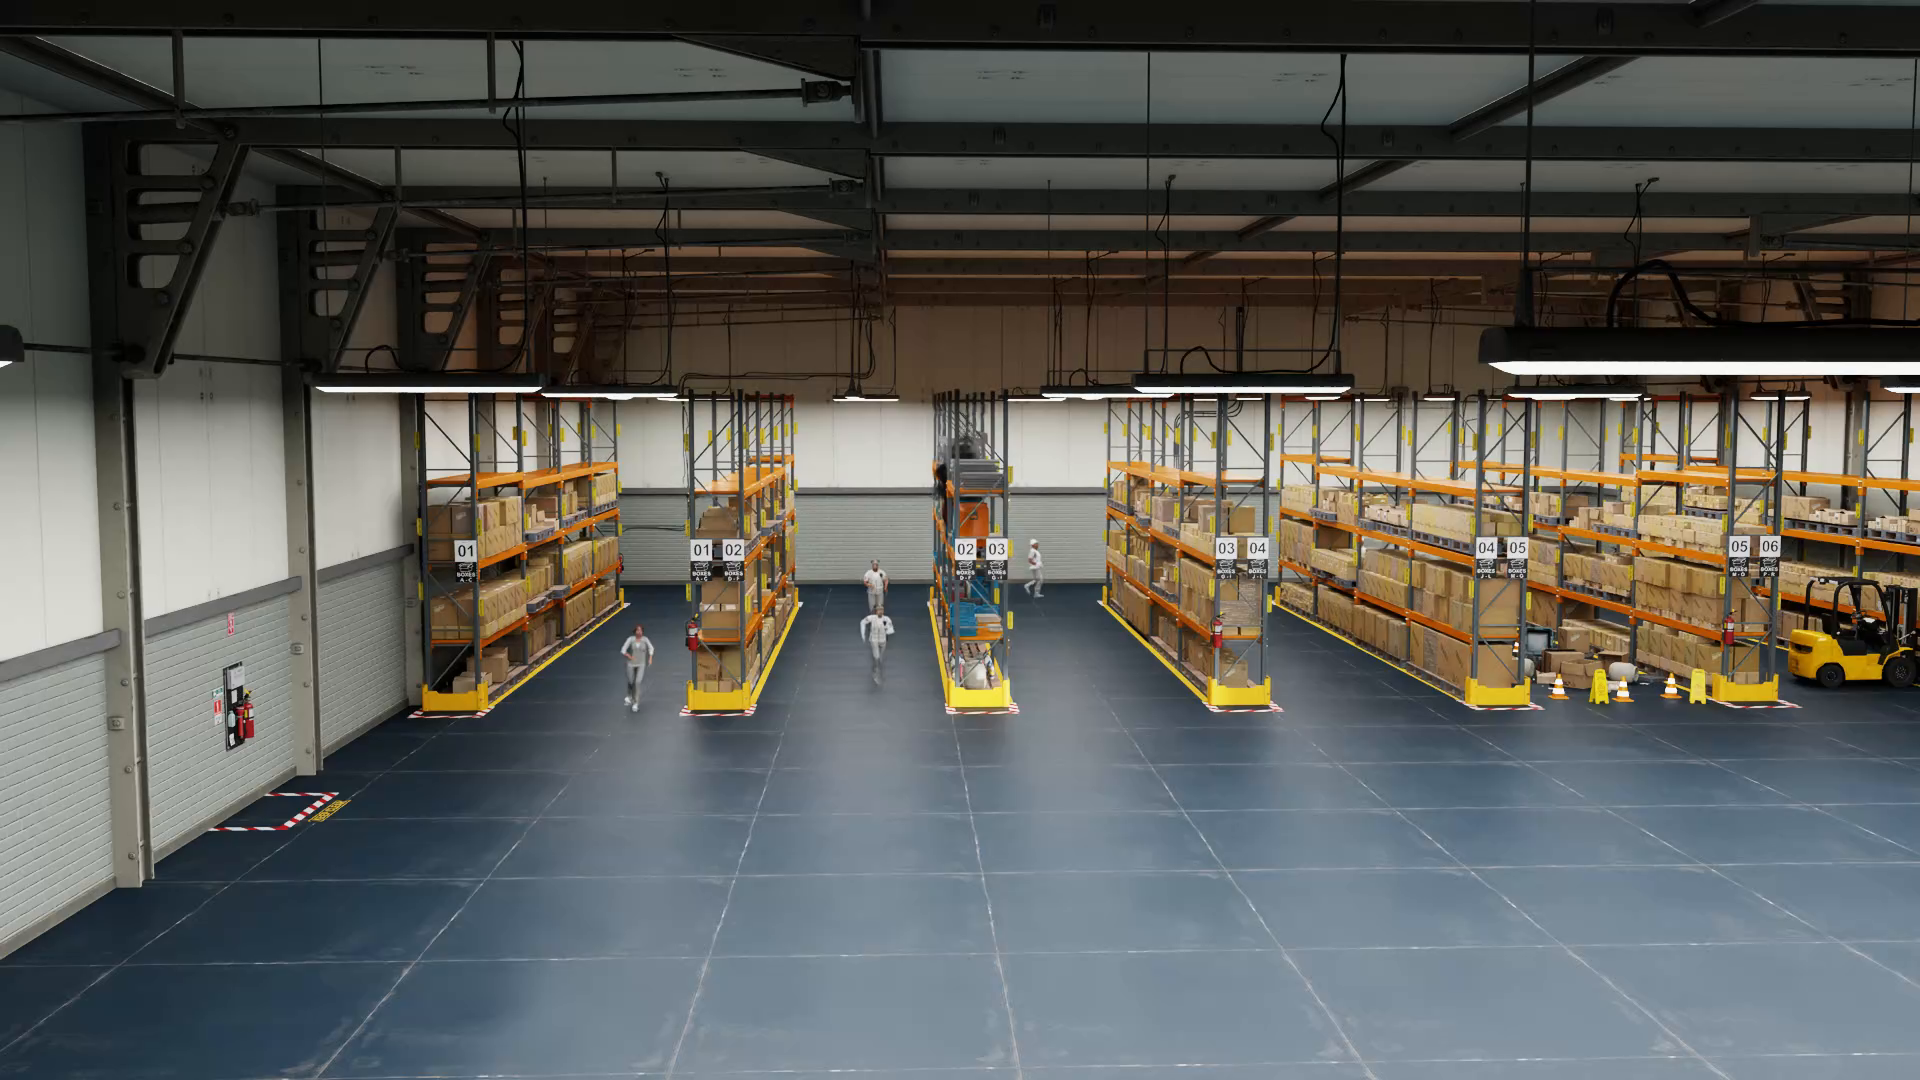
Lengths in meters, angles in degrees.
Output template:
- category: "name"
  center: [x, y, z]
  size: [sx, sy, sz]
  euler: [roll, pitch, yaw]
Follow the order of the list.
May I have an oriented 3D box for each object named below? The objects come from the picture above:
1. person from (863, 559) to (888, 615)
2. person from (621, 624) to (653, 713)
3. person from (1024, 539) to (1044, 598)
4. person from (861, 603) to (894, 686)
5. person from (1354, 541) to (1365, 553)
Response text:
- category: "person"
  center: [-2.156, 1.362, 42.783]
  size: [0.651, 1.738, 0.607]
  euler: [0, 5, -5]
- category: "person"
  center: [-6.058, 2.383, 31.251]
  size: [0.607, 1.612, 0.755]
  euler: [-1, 5, -14]
- category: "person"
  center: [2.182, 0.843, 49.238]
  size: [0.626, 1.733, 0.682]
  euler: [1, 5, 9]
- category: "person"
  center: [-1.680, 2.113, 33.997]
  size: [0.638, 1.689, 0.788]
  euler: [-1, 5, -13]
- category: "person"
  center: [11.970, 0.809, 49.739]
  size: [0.894, 1.749, 0.726]
  euler: [-1, 5, -8]
